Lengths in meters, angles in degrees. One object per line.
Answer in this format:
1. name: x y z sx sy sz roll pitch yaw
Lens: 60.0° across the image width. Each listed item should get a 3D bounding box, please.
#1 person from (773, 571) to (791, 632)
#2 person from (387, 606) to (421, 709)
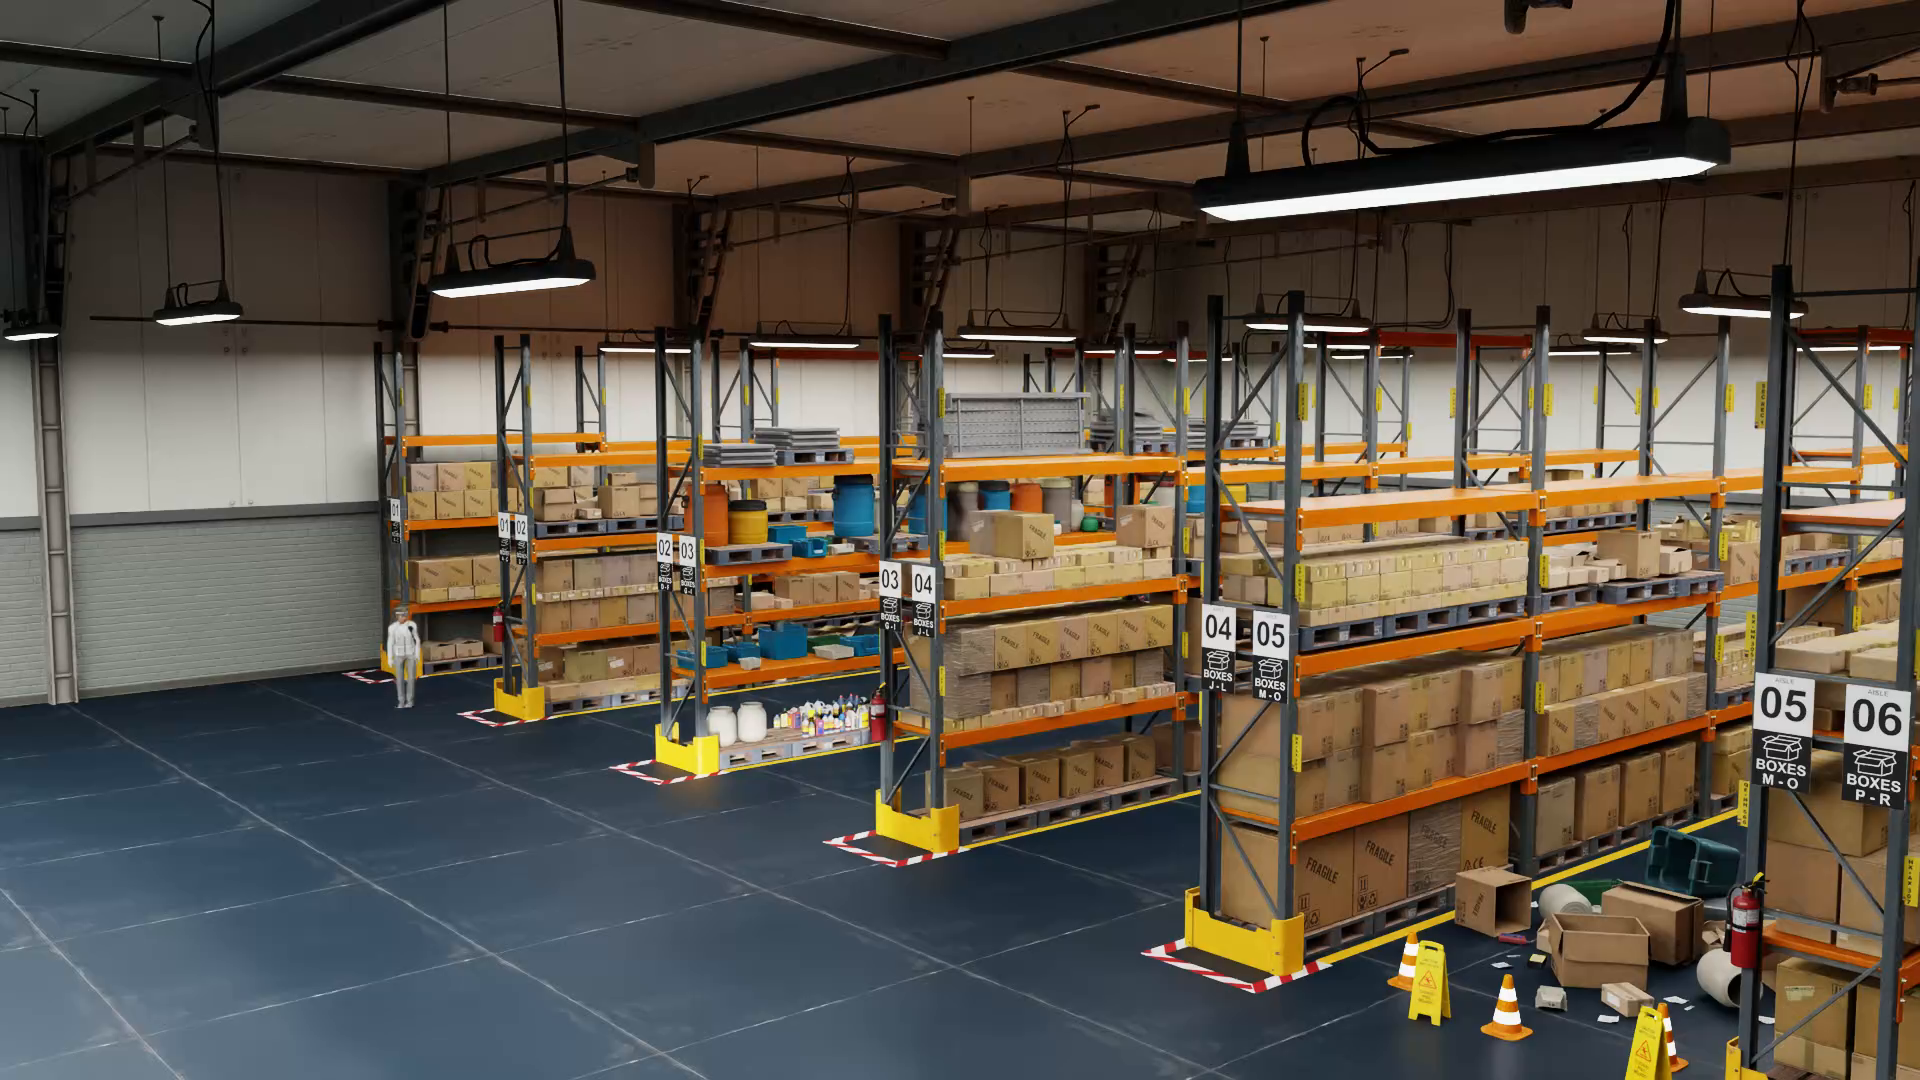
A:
1. person: -3.522 1.319 33.259 0.425 1.646 0.964 5 7 43
2. person: -8.994 1.895 26.896 0.521 1.674 0.383 -2 6 -23
